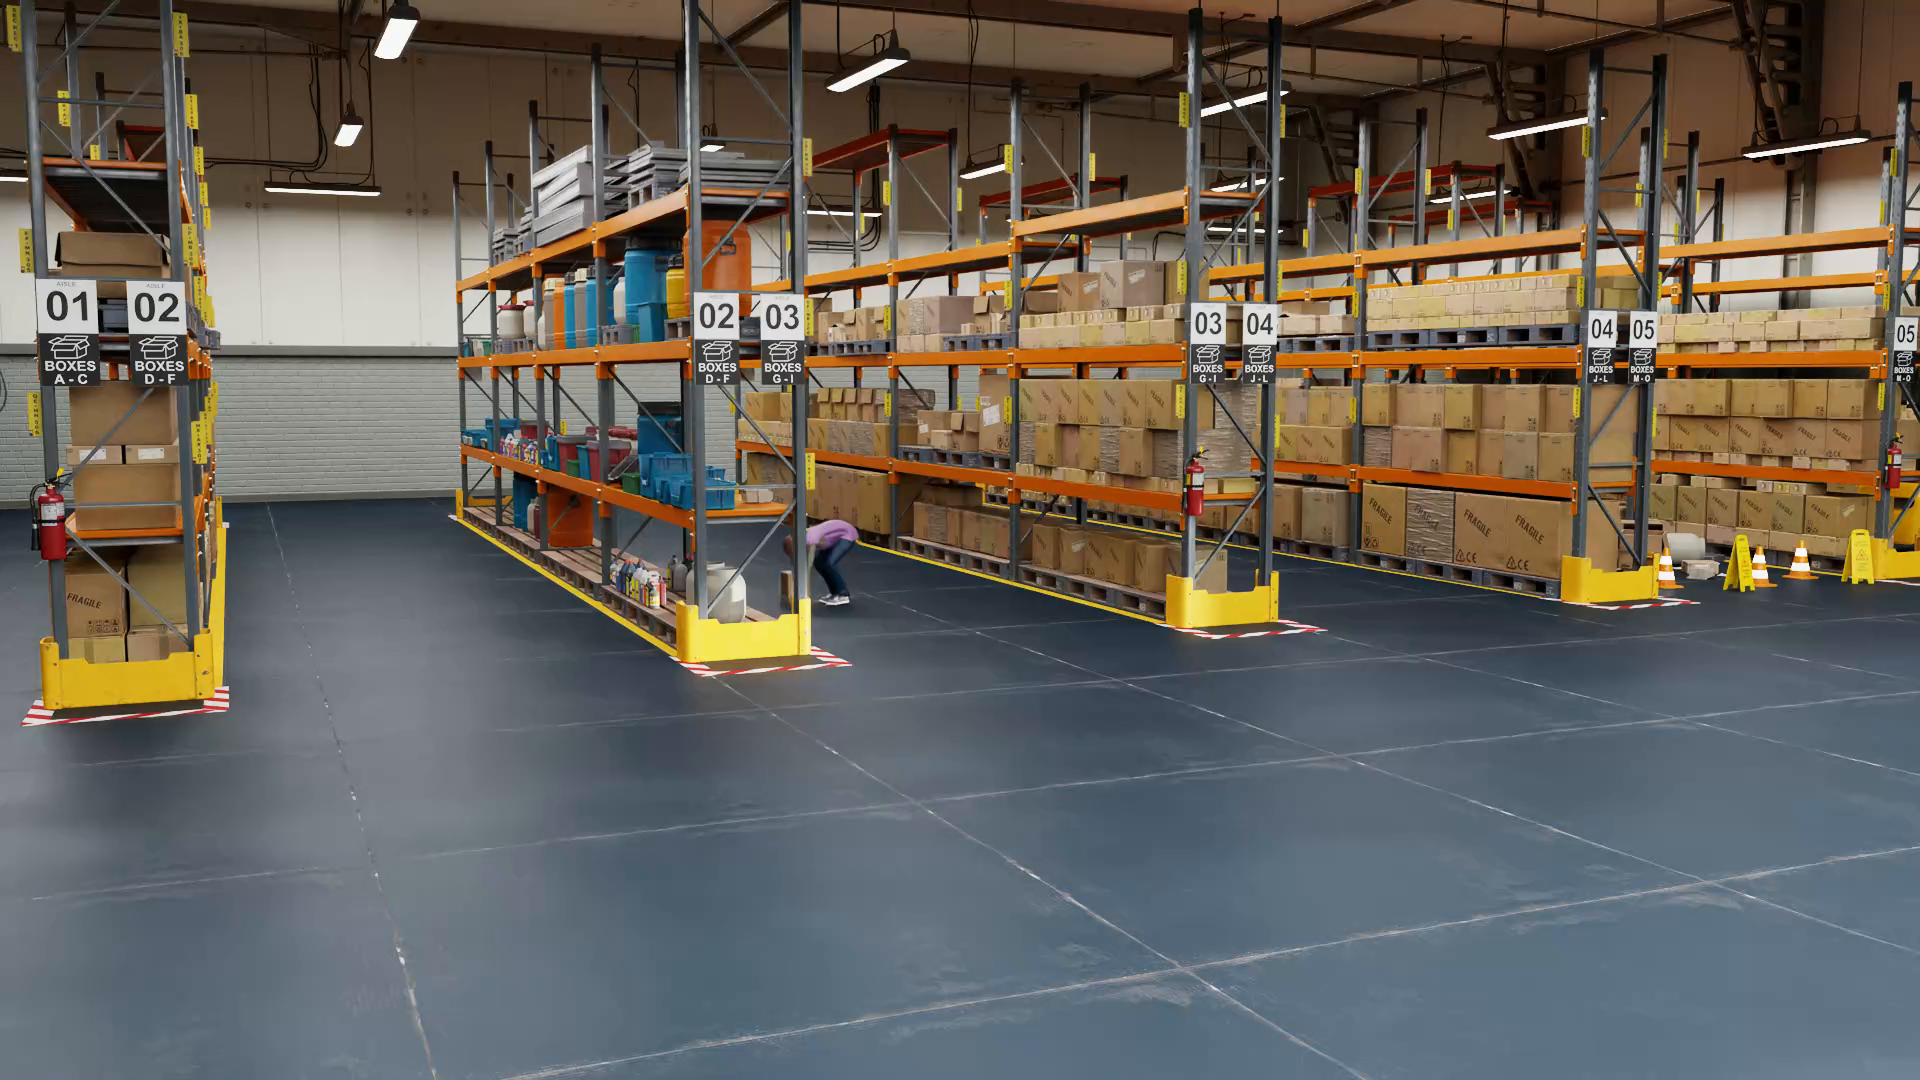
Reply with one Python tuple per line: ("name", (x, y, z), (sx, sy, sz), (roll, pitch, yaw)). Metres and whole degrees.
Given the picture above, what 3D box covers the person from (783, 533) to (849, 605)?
("person", (-1.533, 0.265, 18.143), (0.847, 0.887, 0.355), (-3, 6, -26))
